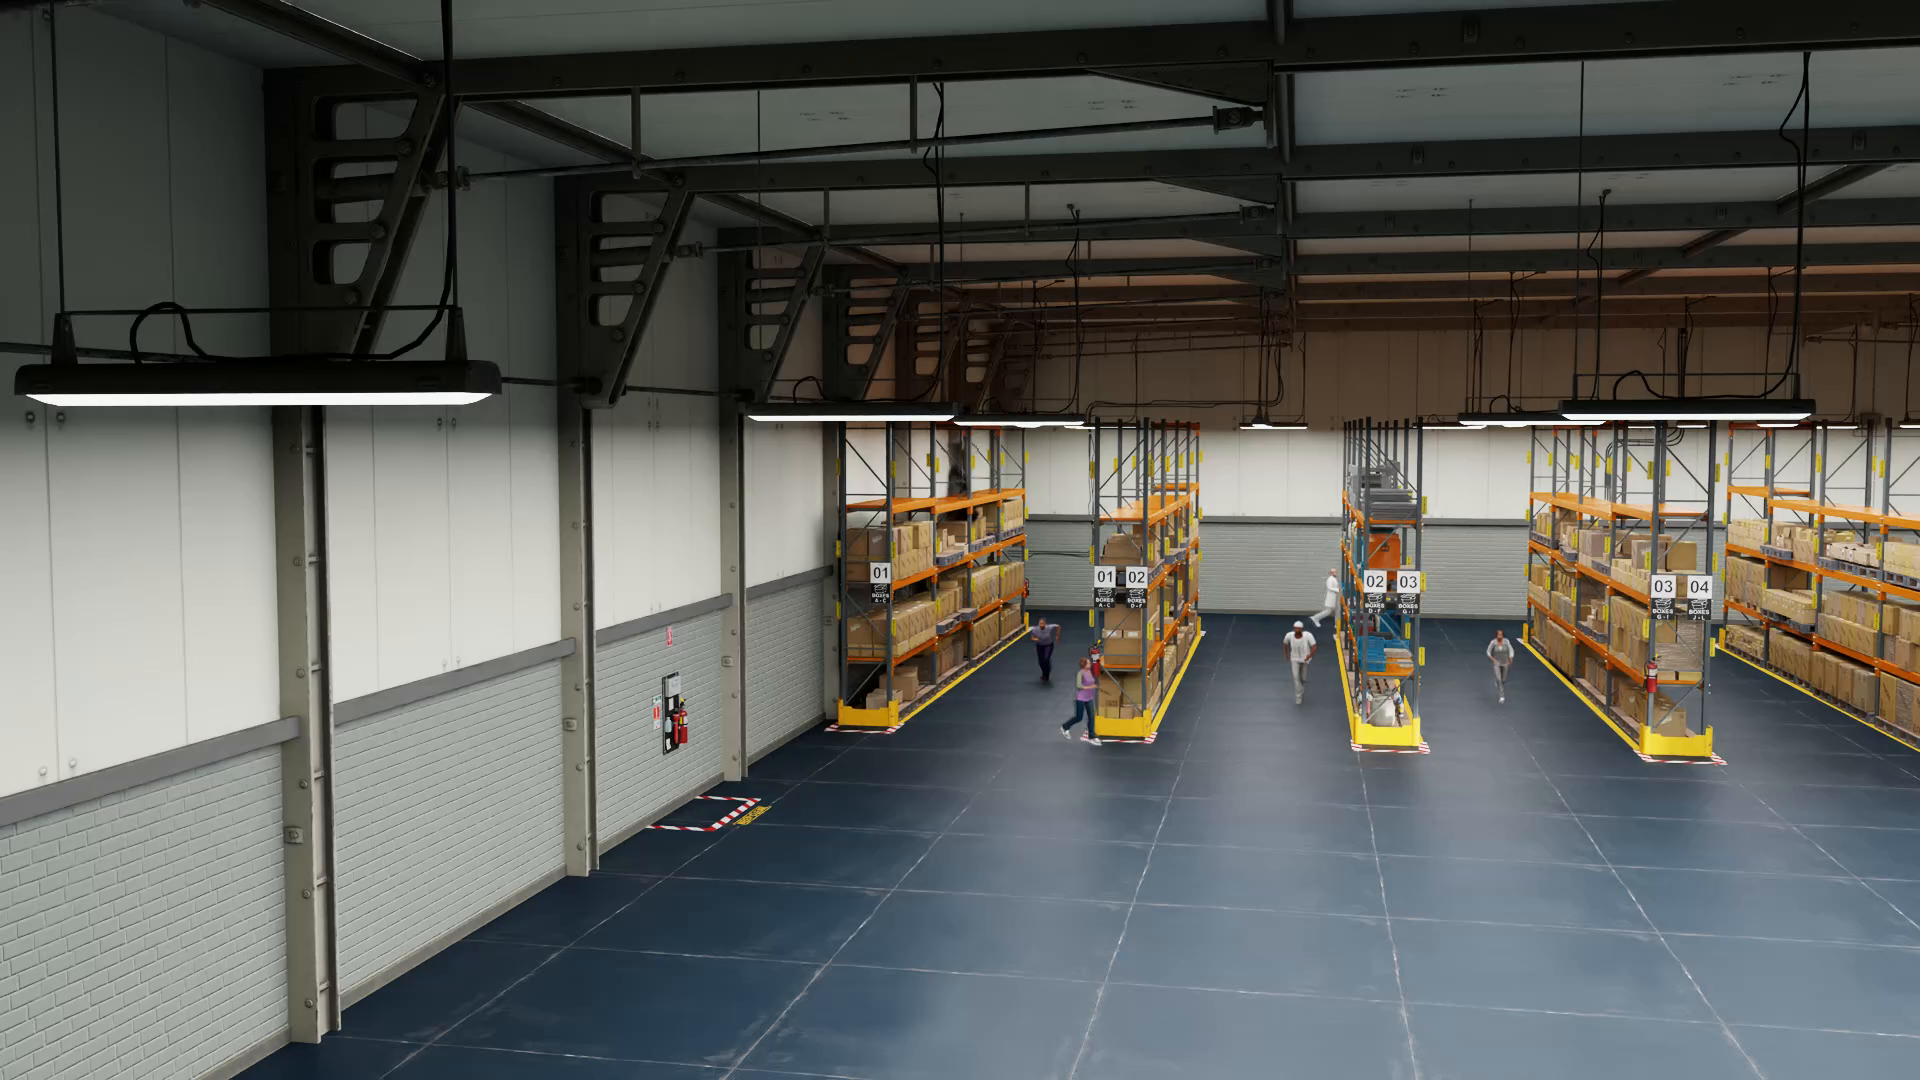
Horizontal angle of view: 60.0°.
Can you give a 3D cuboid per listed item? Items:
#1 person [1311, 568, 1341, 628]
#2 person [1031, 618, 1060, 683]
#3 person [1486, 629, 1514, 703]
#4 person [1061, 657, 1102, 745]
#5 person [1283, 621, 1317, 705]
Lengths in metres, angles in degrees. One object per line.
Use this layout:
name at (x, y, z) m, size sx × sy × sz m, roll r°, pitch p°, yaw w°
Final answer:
person at (10.726, 1.715, 48.147) m, size 1.047 × 1.794 × 0.718 m, roll 2°, pitch 4°, yaw 25°
person at (1.965, 2.511, 38.056) m, size 0.642 × 1.540 × 0.937 m, roll 1°, pitch 4°, yaw 13°
person at (11.507, 2.668, 35.478) m, size 0.565 × 1.567 × 0.680 m, roll 1°, pitch 4°, yaw 8°
person at (2.240, 2.927, 30.428) m, size 0.881 × 1.586 × 0.537 m, roll 3°, pitch 5°, yaw 40°
person at (7.223, 2.576, 35.357) m, size 0.699 × 1.752 × 1.073 m, roll 1°, pitch 4°, yaw 13°
